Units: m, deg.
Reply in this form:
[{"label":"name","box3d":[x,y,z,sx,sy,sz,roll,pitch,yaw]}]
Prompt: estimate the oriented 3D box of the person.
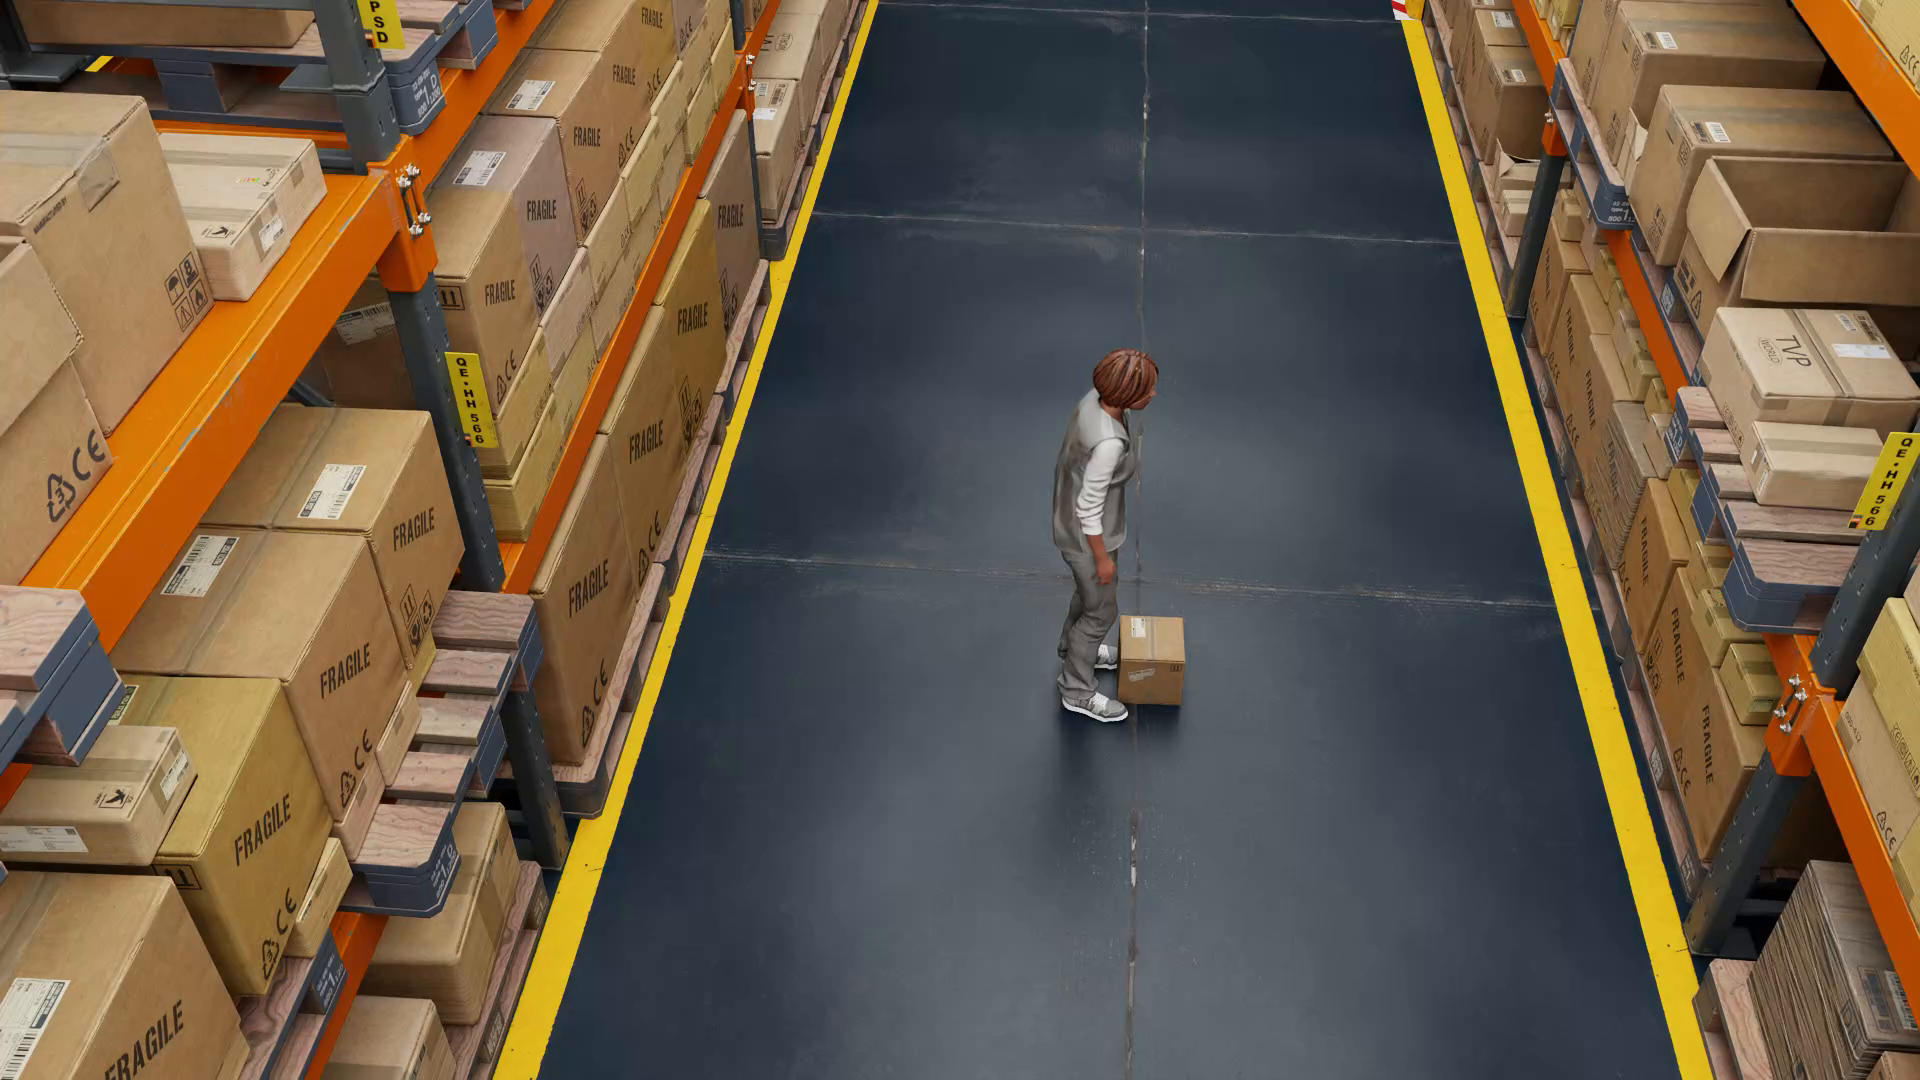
[{"label":"person","box3d":[0.513,-0.031,6.210,0.345,1.581,0.460,3,41,4]}]
